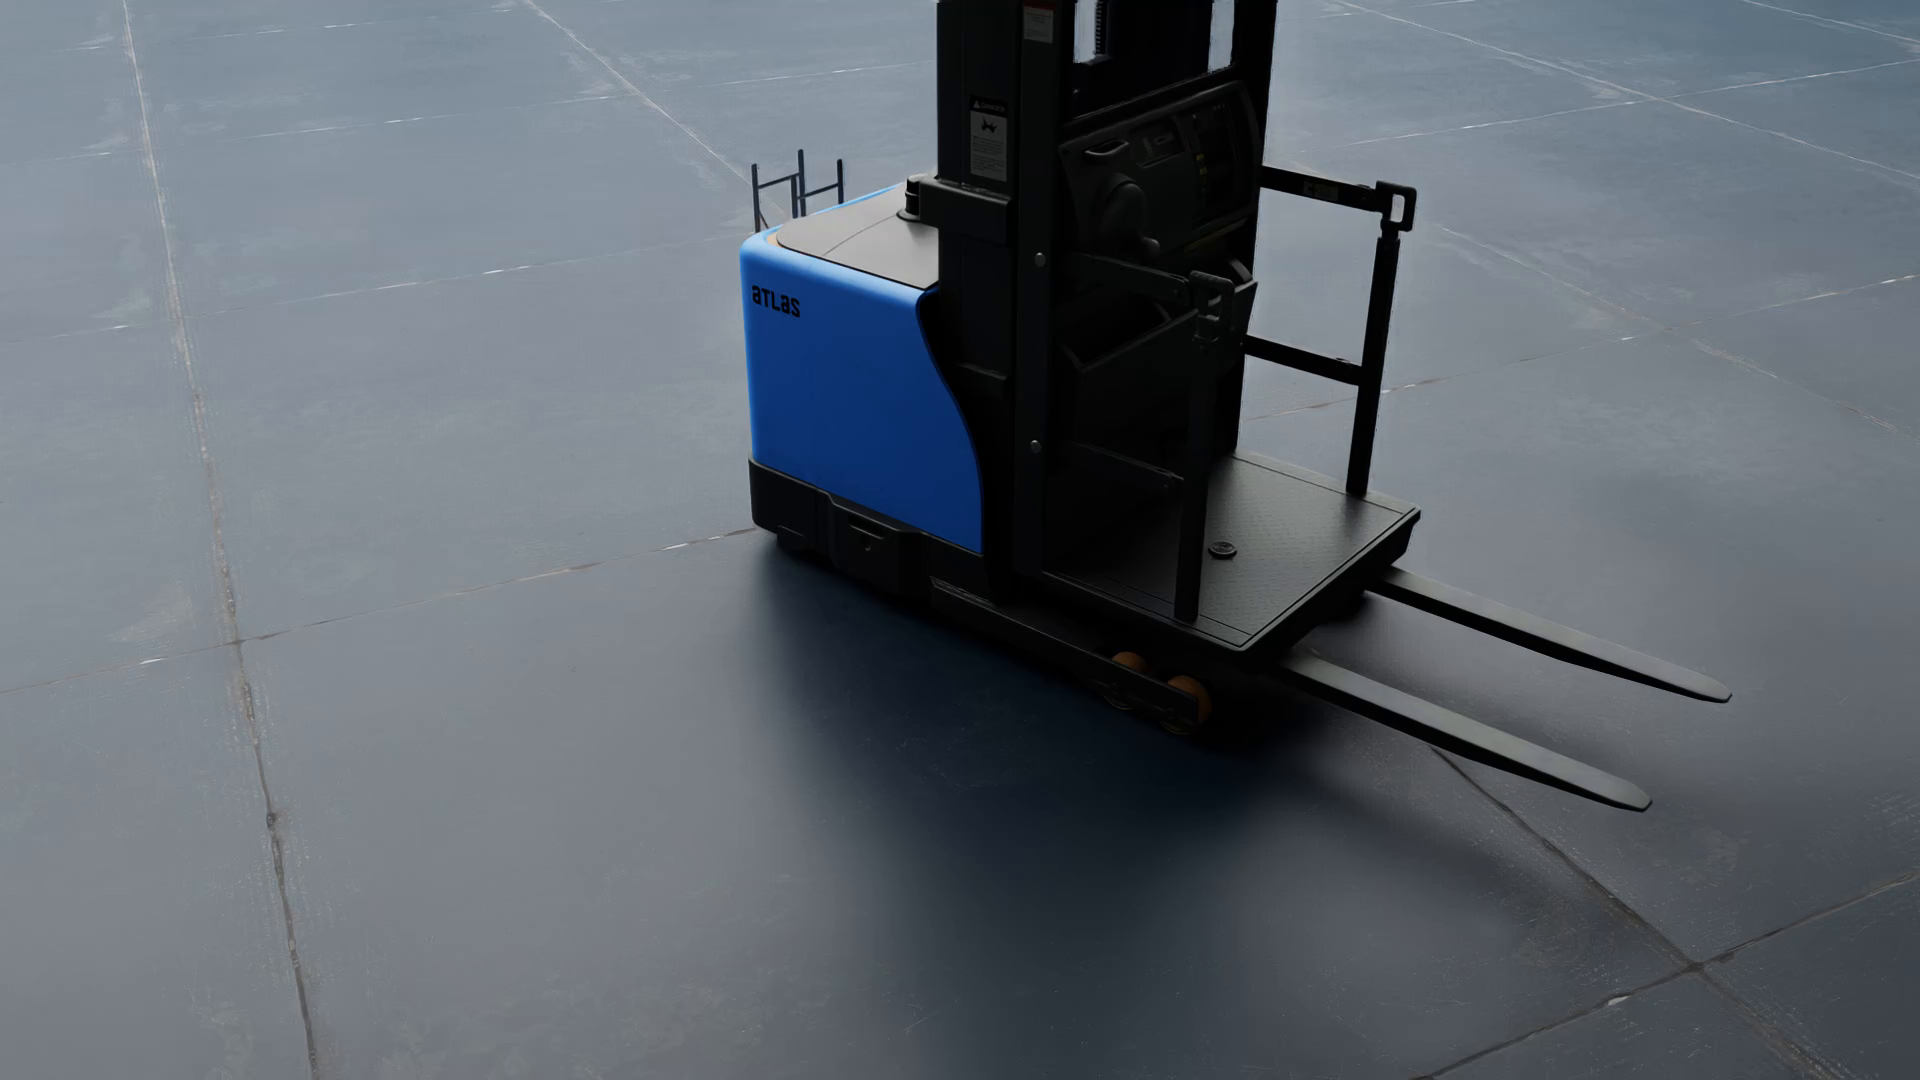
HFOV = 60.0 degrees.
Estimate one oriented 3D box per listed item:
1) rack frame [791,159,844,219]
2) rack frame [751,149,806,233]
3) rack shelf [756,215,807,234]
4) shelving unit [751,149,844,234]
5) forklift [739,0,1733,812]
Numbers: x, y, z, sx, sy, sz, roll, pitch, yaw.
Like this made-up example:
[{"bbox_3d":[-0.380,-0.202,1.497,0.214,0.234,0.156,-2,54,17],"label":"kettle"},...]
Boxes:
[{"bbox_3d":[-0.473,-0.710,5.789,0.006,1.200,0.240,22,36,34],"label":"rack frame"},{"bbox_3d":[-0.614,-0.767,5.891,0.006,1.200,0.240,22,36,34],"label":"rack frame"},{"bbox_3d":[-0.544,-1.014,5.686,0.180,0.103,0.258,22,36,34],"label":"rack shelf"},{"bbox_3d":[-0.544,-0.738,5.840,0.189,1.200,0.258,22,36,34],"label":"shelving unit"},{"bbox_3d":[0.739,-1.014,4.562,3.031,2.935,1.130,22,36,34],"label":"forklift"}]
